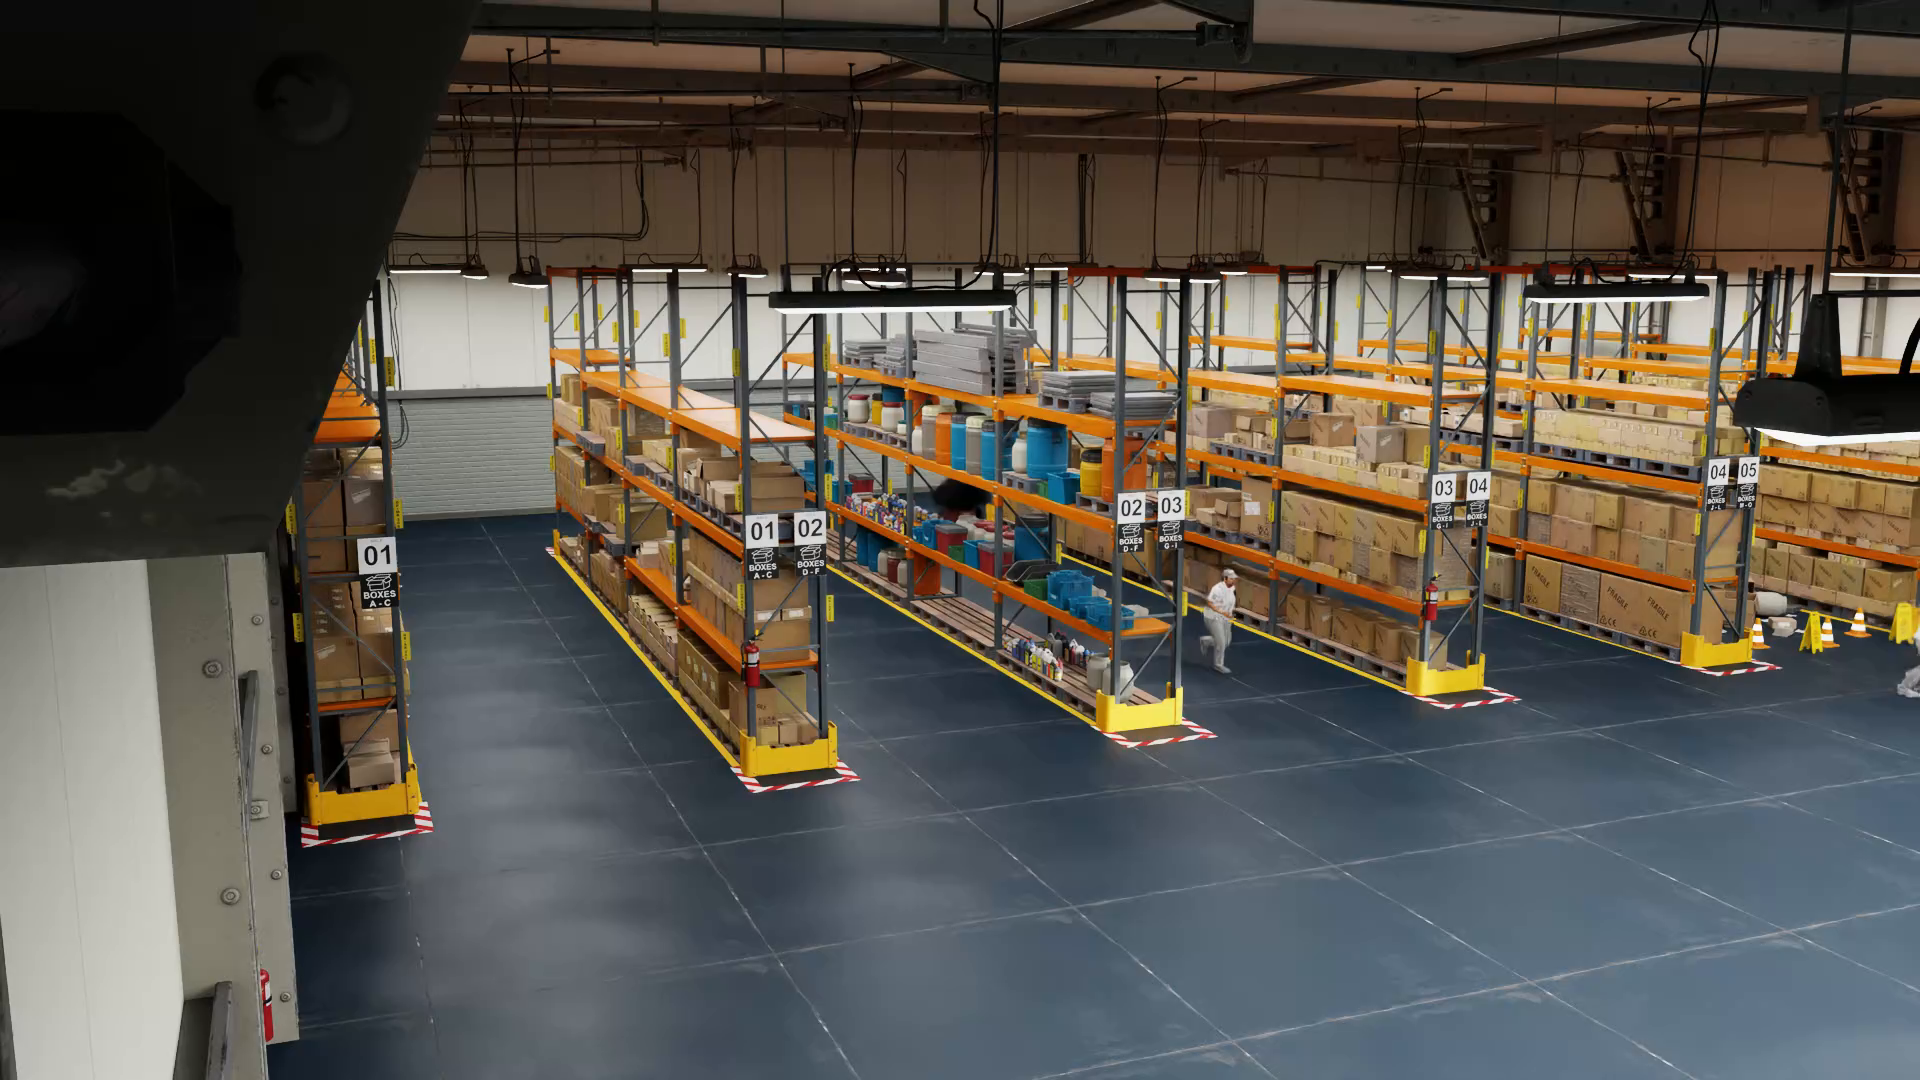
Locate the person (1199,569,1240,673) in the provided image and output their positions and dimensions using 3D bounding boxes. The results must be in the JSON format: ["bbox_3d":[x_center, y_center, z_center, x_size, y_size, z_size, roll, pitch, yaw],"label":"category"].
[{"bbox_3d":[3.906,1.202,25.237,0.572,1.611,0.755,-8,13,-38],"label":"person"}]

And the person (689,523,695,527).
[{"bbox_3d":[-5.294,-0.387,33.713,0.635,1.825,0.794,-6,11,-30],"label":"person"}]

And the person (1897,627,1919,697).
[{"bbox_3d":[13.888,1.464,23.653,0.863,1.585,0.737,5,11,27],"label":"person"}]
